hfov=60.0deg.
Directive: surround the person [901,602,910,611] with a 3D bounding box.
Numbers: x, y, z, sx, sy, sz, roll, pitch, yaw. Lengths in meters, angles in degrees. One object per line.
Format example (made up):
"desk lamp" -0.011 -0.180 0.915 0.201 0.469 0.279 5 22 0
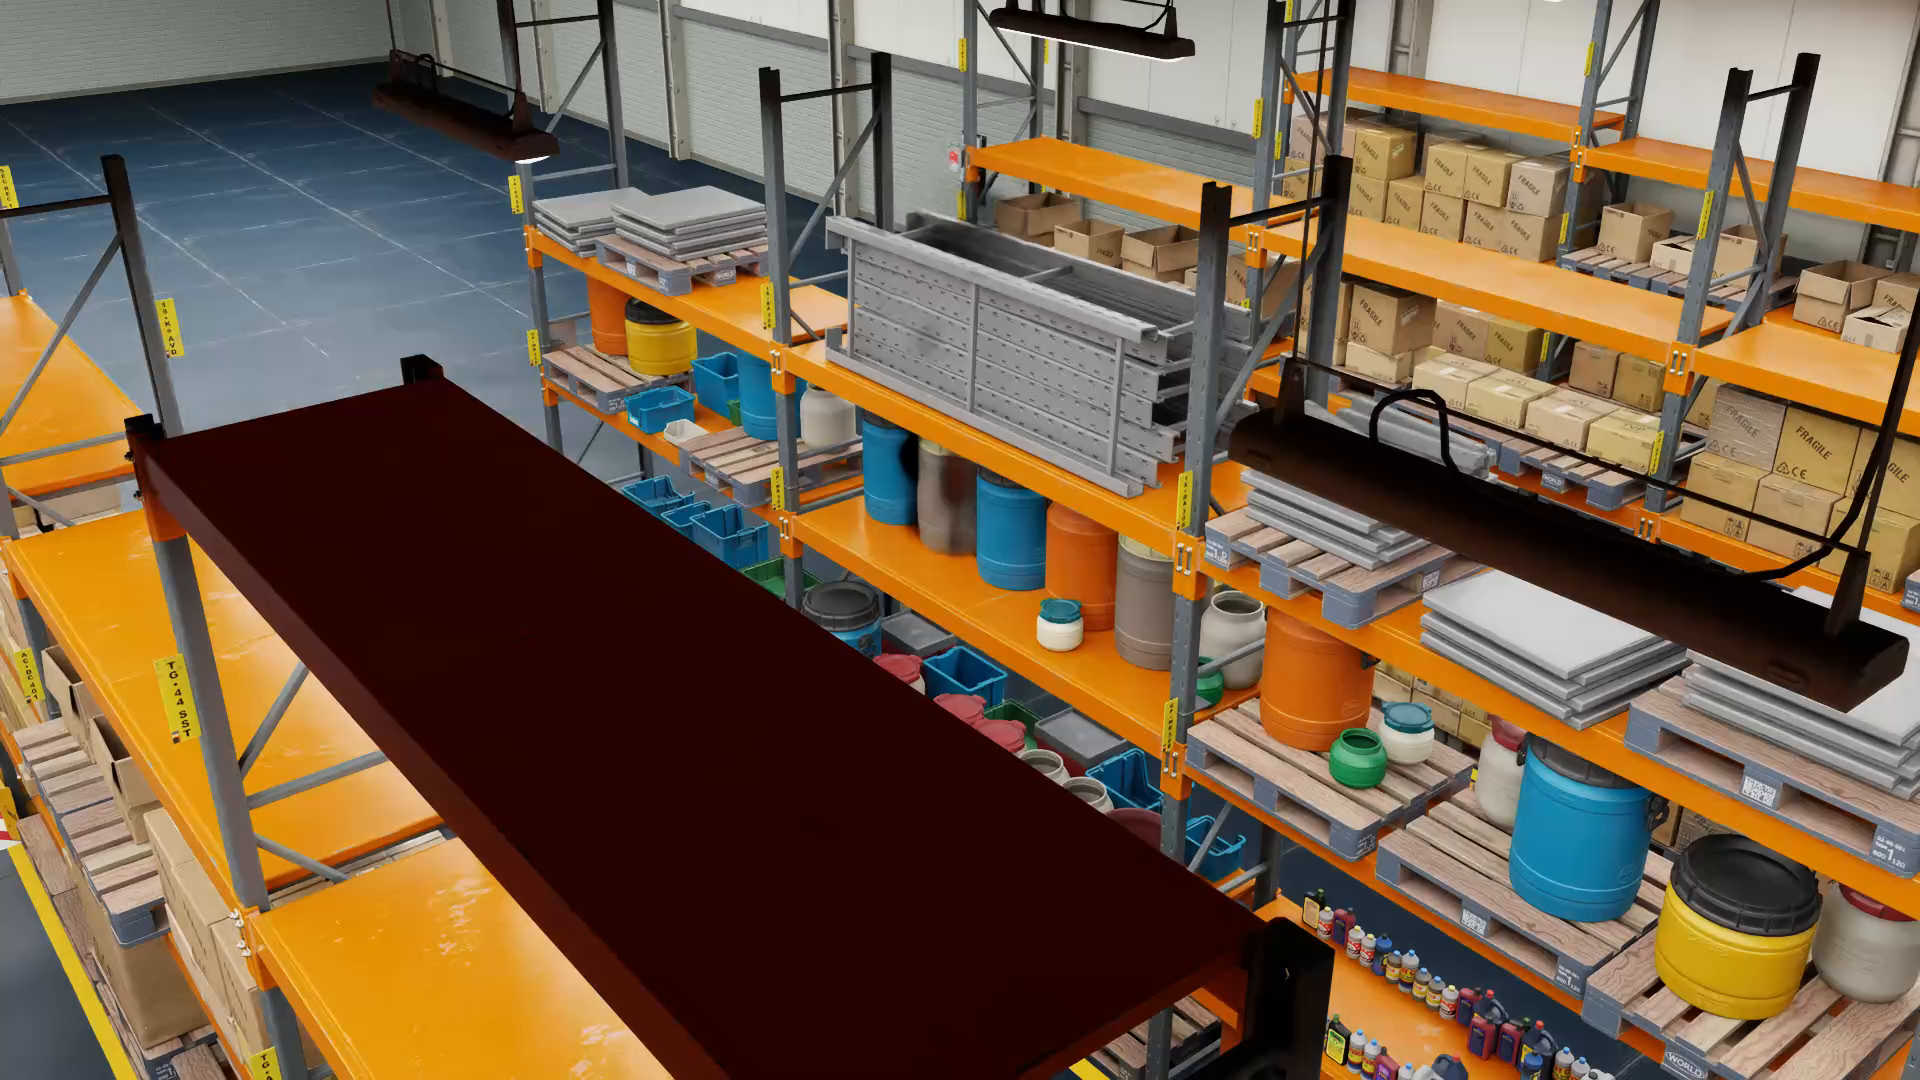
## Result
"person" -0.345 0.528 15.376 0.705 1.708 1.021 -15 30 -28
